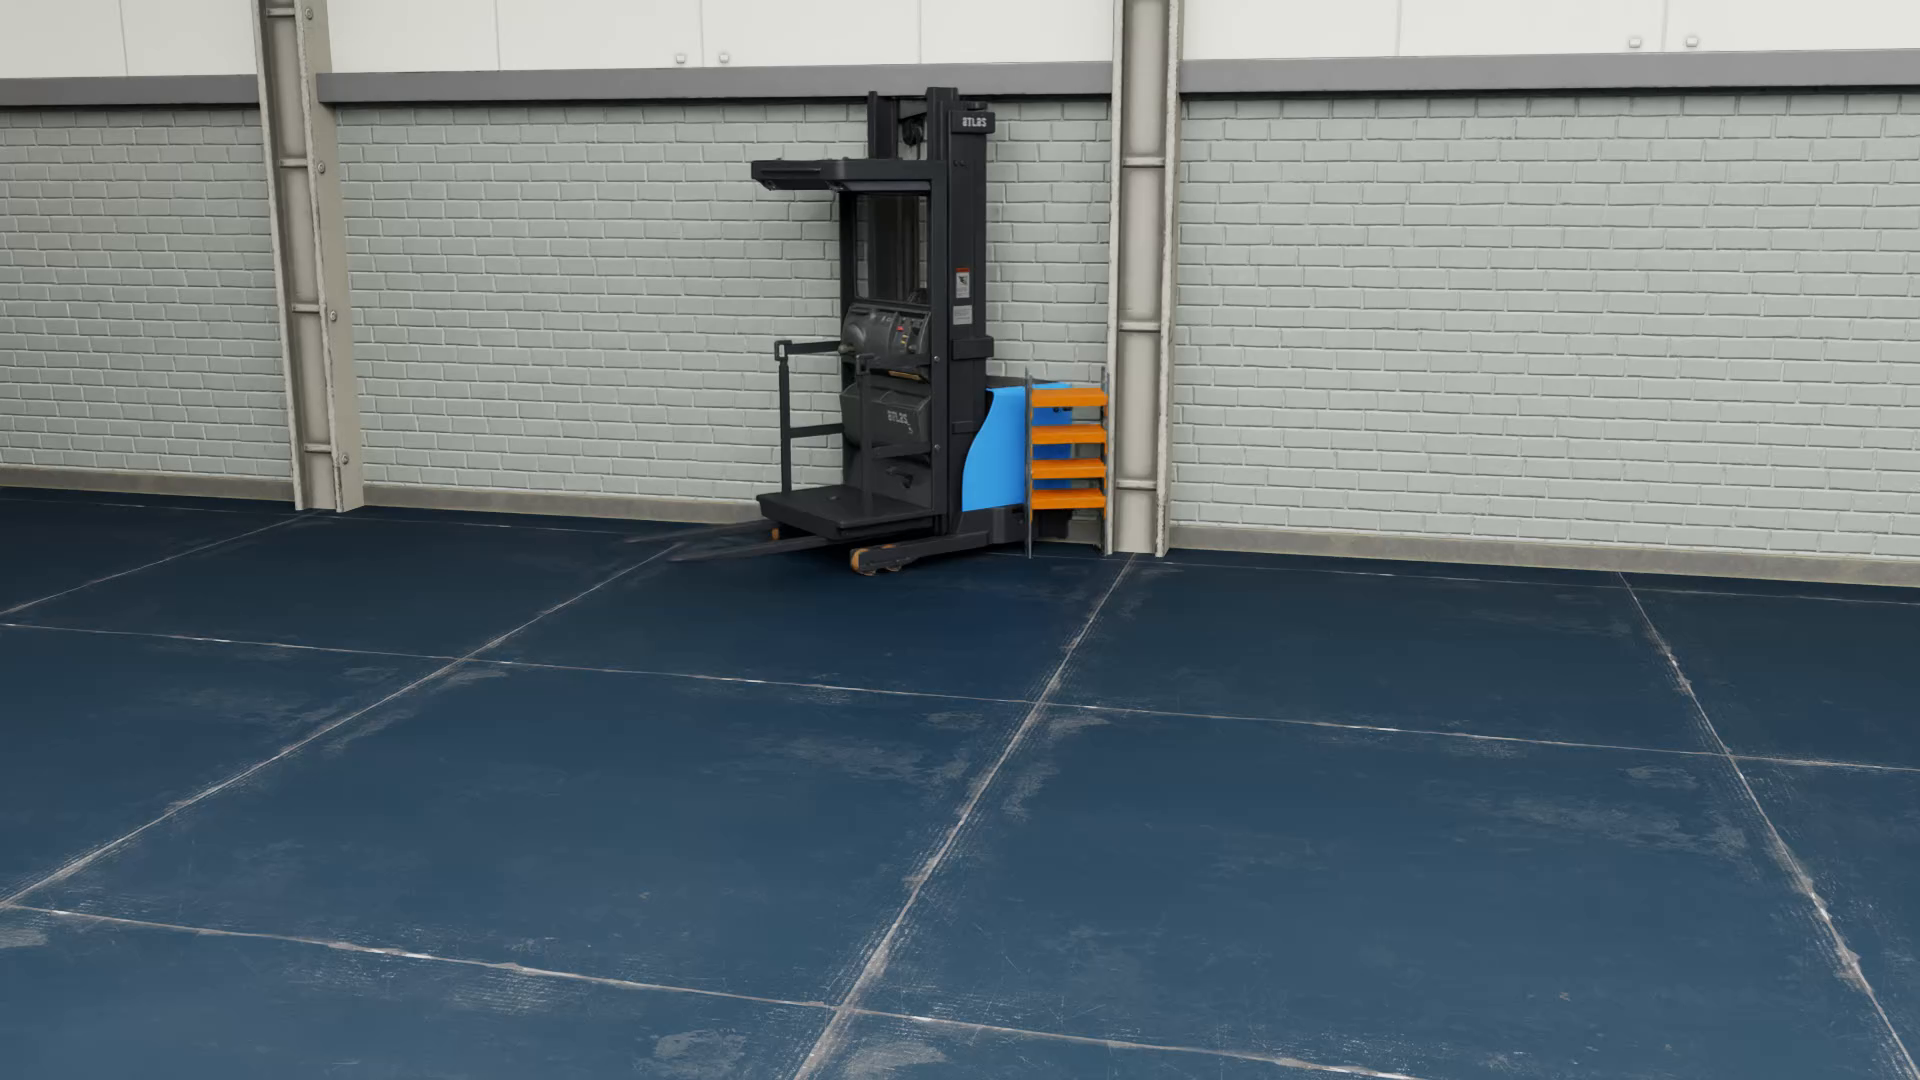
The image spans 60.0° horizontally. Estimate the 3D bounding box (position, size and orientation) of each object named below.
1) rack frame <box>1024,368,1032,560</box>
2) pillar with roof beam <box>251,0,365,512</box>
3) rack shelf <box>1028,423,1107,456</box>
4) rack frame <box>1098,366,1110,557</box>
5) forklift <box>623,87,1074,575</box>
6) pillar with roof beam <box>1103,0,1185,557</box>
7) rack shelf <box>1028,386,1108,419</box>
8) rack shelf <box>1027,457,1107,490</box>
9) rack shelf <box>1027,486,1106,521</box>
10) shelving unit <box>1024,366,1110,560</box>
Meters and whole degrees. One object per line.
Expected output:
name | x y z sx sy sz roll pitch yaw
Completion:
rack frame | 0.434 -0.483 10.586 0.015 1.200 0.240 -2 17 -4
pillar with roof beam | -5.697 -3.733 7.282 0.400 9.000 9.100 3 13 14
rack shelf | 0.676 -0.640 10.560 0.480 0.148 0.258 -2 17 -4
rack frame | 0.920 -0.498 10.623 0.015 1.200 0.240 -2 17 -4
forklift | -0.644 -1.341 10.512 3.031 2.935 1.130 -9 15 -34
pillar with roof beam | 0.129 -3.421 5.878 0.400 9.000 9.100 3 13 14
rack shelf | 0.674 -0.867 10.493 0.480 0.148 0.258 -2 17 -4
rack shelf | 0.678 -0.426 10.624 0.480 0.148 0.258 -2 17 -4
rack shelf | 0.679 -0.236 10.680 0.480 0.148 0.258 -2 17 -4
shelving unit | 0.677 -0.490 10.604 0.503 1.200 0.258 -2 17 -4
